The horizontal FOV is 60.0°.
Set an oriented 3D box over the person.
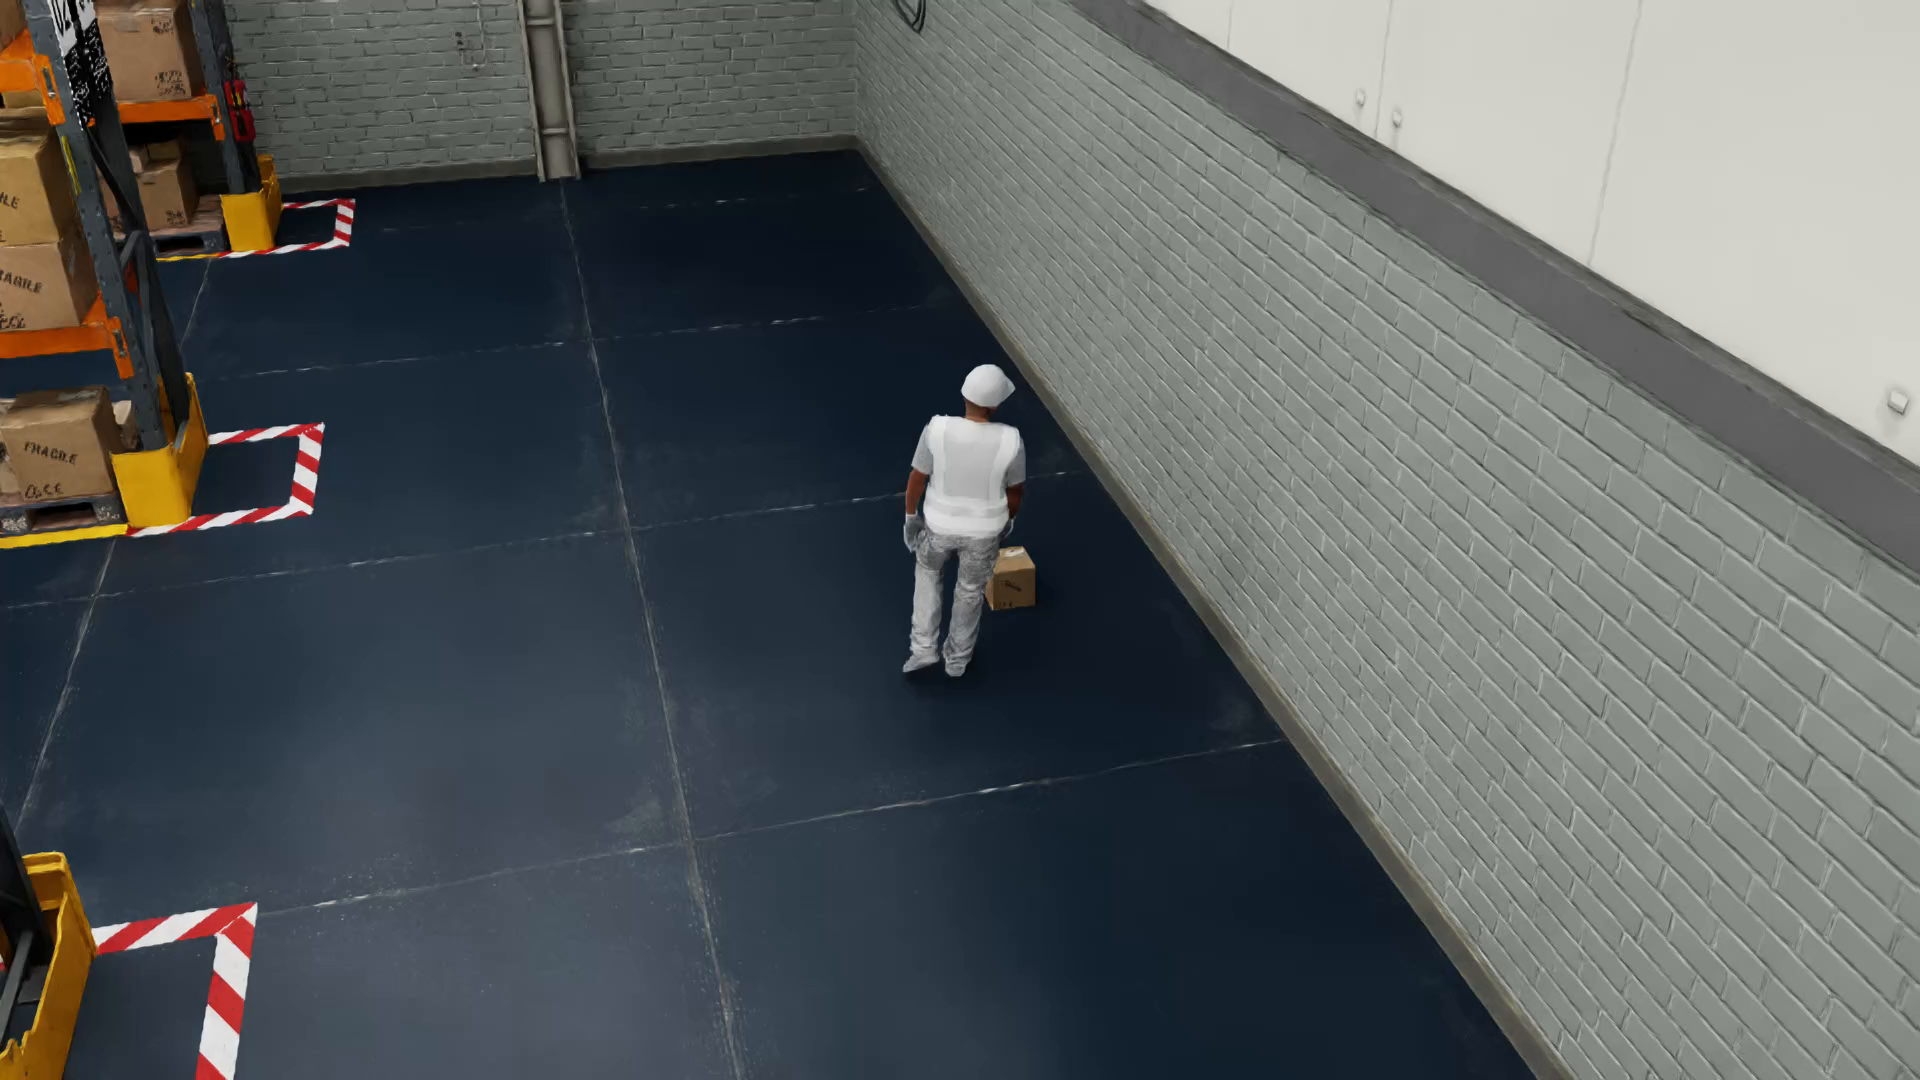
[{"bbox_3d":[0.017,-0.085,8.362,0.625,1.776,0.456,3,30,5],"label":"person"}]
